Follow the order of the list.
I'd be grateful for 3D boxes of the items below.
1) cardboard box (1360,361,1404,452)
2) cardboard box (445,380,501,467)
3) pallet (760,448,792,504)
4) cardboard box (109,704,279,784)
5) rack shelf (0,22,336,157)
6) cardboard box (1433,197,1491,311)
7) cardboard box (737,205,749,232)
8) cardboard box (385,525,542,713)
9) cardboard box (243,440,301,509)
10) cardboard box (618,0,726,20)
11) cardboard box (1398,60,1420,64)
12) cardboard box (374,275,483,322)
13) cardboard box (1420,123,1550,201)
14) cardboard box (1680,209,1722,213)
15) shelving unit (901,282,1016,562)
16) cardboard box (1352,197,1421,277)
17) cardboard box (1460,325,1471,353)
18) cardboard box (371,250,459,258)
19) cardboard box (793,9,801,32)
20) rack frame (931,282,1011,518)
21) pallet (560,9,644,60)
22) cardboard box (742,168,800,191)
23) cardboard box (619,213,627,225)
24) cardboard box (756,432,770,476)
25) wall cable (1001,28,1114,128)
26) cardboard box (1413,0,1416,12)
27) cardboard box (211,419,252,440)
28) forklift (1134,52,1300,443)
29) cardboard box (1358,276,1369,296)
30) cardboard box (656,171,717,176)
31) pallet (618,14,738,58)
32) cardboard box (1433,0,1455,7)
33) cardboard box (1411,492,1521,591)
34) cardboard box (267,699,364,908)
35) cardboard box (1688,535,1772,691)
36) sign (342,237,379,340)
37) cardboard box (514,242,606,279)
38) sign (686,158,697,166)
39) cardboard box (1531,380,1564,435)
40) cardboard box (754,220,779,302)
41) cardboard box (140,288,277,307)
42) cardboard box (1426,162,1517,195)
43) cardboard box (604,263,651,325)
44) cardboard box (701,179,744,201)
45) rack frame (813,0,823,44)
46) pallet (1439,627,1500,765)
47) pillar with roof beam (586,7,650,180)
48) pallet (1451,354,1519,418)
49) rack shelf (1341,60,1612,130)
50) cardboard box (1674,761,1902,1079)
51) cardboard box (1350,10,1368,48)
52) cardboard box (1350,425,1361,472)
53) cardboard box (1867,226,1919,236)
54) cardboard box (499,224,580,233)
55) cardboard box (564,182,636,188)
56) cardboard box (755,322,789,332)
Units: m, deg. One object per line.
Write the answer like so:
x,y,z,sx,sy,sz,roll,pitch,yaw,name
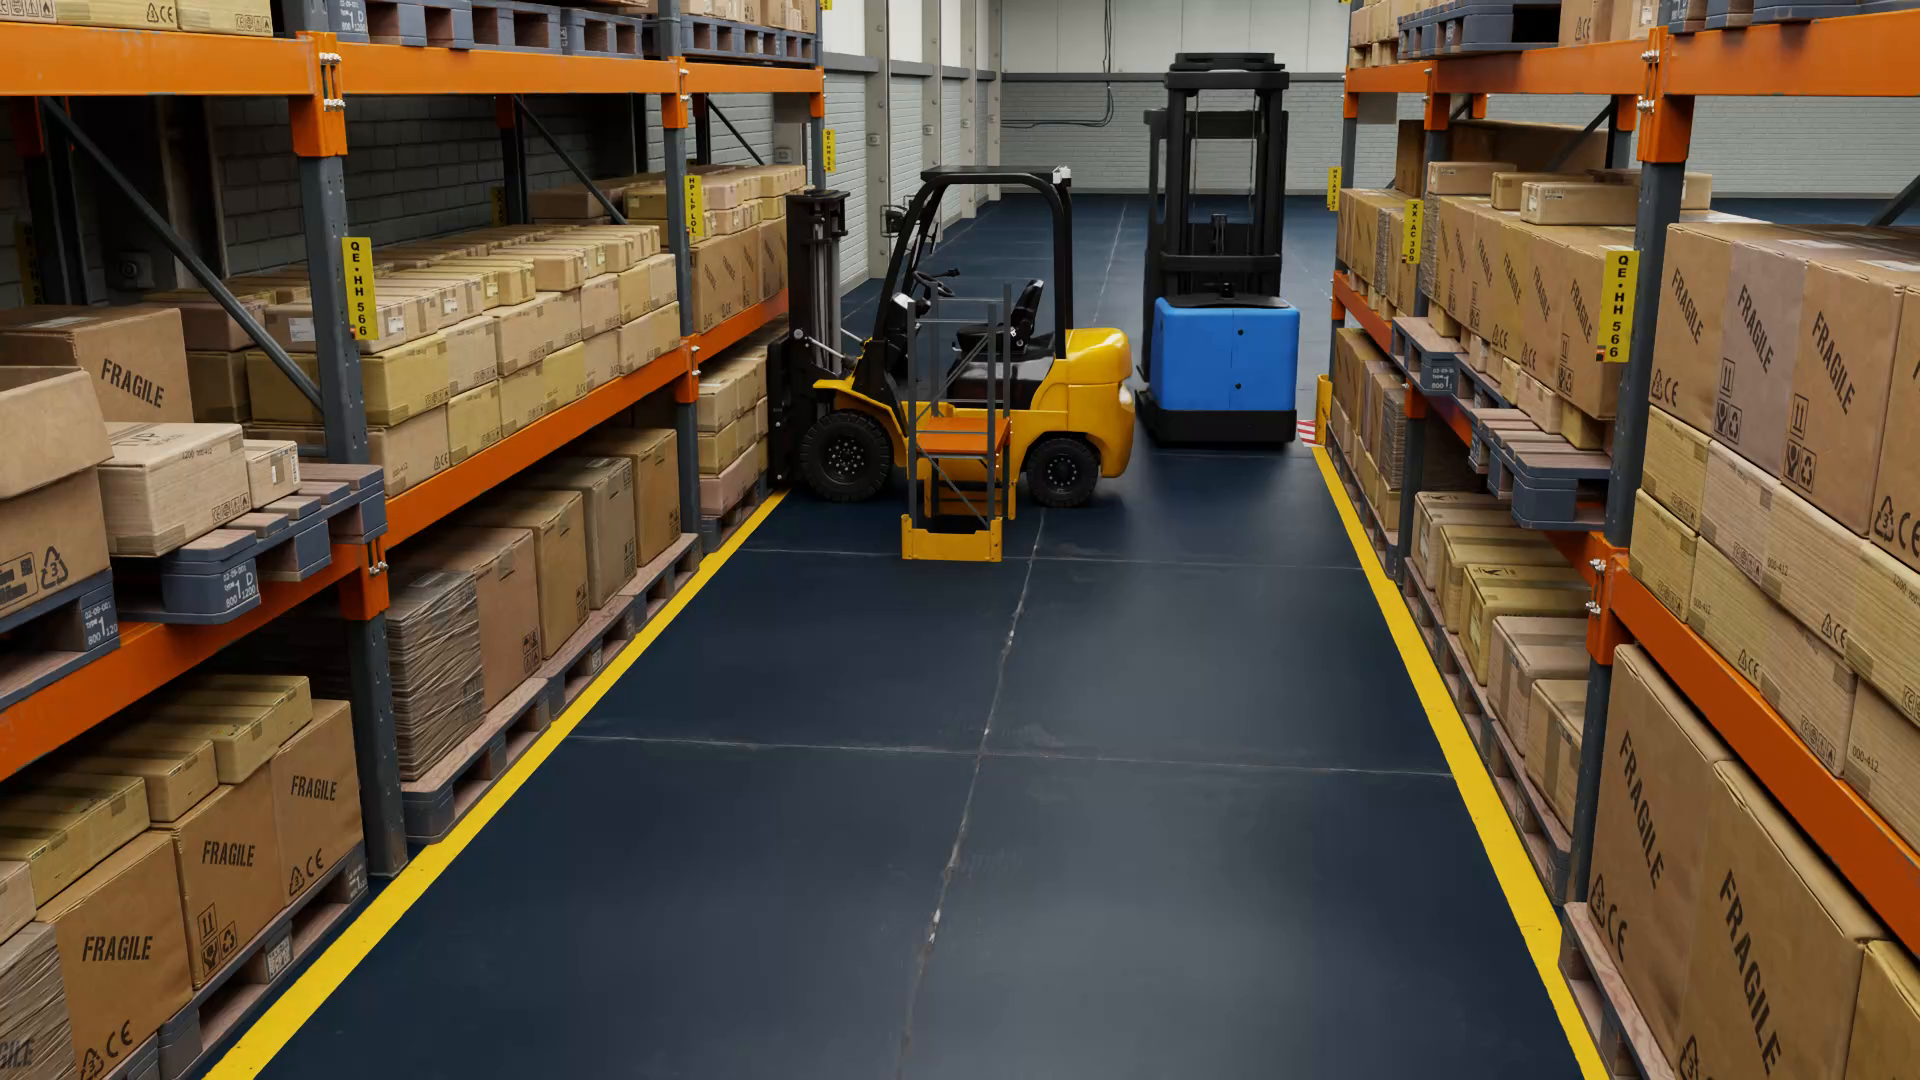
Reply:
2.836,-0.850,10.587,0.500,0.500,0.500,3,15,9,cardboard box
-2.105,-0.461,6.407,0.500,0.250,0.500,1,15,5,cardboard box
-1.742,-0.509,11.639,1.003,0.211,1.213,2,15,6,pallet
-2.264,0.603,4.927,0.380,0.149,0.250,1,15,3,cardboard box
-2.686,-0.877,3.291,1.077,0.370,4.000,2,15,6,rack shelf
2.530,-1.339,7.801,0.500,0.500,0.500,2,15,6,cardboard box
-1.549,-2.034,10.504,0.380,0.149,0.250,2,15,6,cardboard box
-2.310,0.317,6.986,0.875,0.625,0.625,2,15,8,cardboard box
-2.153,-0.195,4.813,0.380,0.149,0.250,2,15,7,cardboard box
-1.673,-3.197,9.667,0.500,0.311,0.500,2,15,7,cardboard box
2.787,-2.871,9.769,0.380,0.149,0.250,2,15,8,cardboard box
-2.082,-0.935,6.440,0.380,0.149,0.250,2,15,7,cardboard box
3.320,-2.369,10.498,0.700,0.500,0.500,2,15,6,cardboard box
2.981,-1.193,7.261,0.500,0.500,0.500,2,15,8,cardboard box
0.009,-0.744,10.039,0.587,1.500,1.083,2,15,6,shelving unit
2.935,-2.035,11.181,0.500,0.500,0.500,1,15,5,cardboard box
2.484,-0.929,7.528,0.380,0.149,0.250,2,15,7,cardboard box
-2.480,-1.215,7.475,0.380,0.149,0.250,2,15,7,cardboard box
-1.349,-3.724,11.926,0.380,0.149,0.250,1,15,5,cardboard box
0.067,-0.878,10.536,0.500,1.500,0.032,2,15,6,rack frame
-2.095,-2.459,8.129,0.805,0.209,1.217,1,15,4,pallet
-1.388,-2.642,12.183,0.380,0.149,0.250,2,15,8,cardboard box
-2.196,-1.919,10.079,0.380,0.149,0.250,2,15,8,cardboard box
-1.541,-0.589,11.059,0.500,0.250,0.500,2,15,7,cardboard box
2.500,-12.119,43.689,3.097,2.526,0.112,2,15,6,wall cable
2.706,-2.829,8.850,0.500,0.250,0.500,2,15,6,cardboard box
-2.663,-0.347,5.985,0.500,0.250,0.500,1,15,5,cardboard box
2.070,-2.489,13.752,1.130,2.935,3.031,0,15,1,forklift
2.936,-1.757,11.393,0.380,0.149,0.250,2,15,8,cardboard box
-1.934,-2.525,11.751,0.380,0.149,0.250,2,15,8,cardboard box
-1.938,-2.960,9.784,1.003,0.211,1.213,2,15,6,pallet
2.403,-2.494,7.376,0.500,0.250,0.500,1,15,6,cardboard box
2.867,0.015,8.591,0.950,0.372,0.625,2,15,7,cardboard box
-2.294,0.825,5.349,0.500,0.500,0.500,2,15,8,cardboard box
2.127,0.176,4.053,0.500,0.250,0.500,1,15,5,cardboard box
-1.920,-0.802,5.316,0.100,0.325,0.005,2,15,6,sign
-1.907,-1.331,7.904,0.380,0.149,0.250,1,15,5,cardboard box
-2.108,-2.844,13.123,0.100,0.325,0.005,2,15,6,sign
2.218,-0.462,5.799,0.380,0.149,0.250,2,15,6,cardboard box
-1.523,-1.885,11.195,0.500,0.500,0.500,2,15,7,cardboard box
-2.706,-0.818,6.006,0.380,0.149,0.250,2,15,8,cardboard box
2.519,-1.783,8.202,0.380,0.149,0.250,2,15,6,cardboard box
-1.861,-1.233,8.305,0.500,0.250,0.500,1,15,5,cardboard box
-1.611,-2.248,10.724,0.380,0.149,0.250,2,15,6,cardboard box
-1.557,-5.266,12.397,1.000,3.000,0.127,2,15,6,rack frame
2.702,0.678,7.250,1.003,0.211,1.213,2,15,6,pallet
1.746,-4.985,11.358,9.100,9.000,0.400,2,15,6,pillar with roof beam
2.655,-0.572,6.898,1.003,0.211,1.213,2,15,6,pallet
3.150,-2.807,10.427,1.077,0.370,4.000,2,15,6,rack shelf
2.207,1.081,3.684,0.875,0.875,0.875,2,15,7,cardboard box
3.054,-3.621,11.779,0.500,0.250,0.500,1,15,5,cardboard box
2.895,-0.625,11.190,0.500,0.250,0.500,3,15,10,cardboard box
2.674,-0.539,4.302,0.500,0.500,0.500,1,15,5,cardboard box
-2.261,-1.609,8.932,0.380,0.149,0.250,1,15,5,cardboard box
-2.221,-2.129,10.284,0.380,0.149,0.250,1,15,5,cardboard box
-1.351,-1.467,12.387,0.500,0.250,0.500,2,15,7,cardboard box
